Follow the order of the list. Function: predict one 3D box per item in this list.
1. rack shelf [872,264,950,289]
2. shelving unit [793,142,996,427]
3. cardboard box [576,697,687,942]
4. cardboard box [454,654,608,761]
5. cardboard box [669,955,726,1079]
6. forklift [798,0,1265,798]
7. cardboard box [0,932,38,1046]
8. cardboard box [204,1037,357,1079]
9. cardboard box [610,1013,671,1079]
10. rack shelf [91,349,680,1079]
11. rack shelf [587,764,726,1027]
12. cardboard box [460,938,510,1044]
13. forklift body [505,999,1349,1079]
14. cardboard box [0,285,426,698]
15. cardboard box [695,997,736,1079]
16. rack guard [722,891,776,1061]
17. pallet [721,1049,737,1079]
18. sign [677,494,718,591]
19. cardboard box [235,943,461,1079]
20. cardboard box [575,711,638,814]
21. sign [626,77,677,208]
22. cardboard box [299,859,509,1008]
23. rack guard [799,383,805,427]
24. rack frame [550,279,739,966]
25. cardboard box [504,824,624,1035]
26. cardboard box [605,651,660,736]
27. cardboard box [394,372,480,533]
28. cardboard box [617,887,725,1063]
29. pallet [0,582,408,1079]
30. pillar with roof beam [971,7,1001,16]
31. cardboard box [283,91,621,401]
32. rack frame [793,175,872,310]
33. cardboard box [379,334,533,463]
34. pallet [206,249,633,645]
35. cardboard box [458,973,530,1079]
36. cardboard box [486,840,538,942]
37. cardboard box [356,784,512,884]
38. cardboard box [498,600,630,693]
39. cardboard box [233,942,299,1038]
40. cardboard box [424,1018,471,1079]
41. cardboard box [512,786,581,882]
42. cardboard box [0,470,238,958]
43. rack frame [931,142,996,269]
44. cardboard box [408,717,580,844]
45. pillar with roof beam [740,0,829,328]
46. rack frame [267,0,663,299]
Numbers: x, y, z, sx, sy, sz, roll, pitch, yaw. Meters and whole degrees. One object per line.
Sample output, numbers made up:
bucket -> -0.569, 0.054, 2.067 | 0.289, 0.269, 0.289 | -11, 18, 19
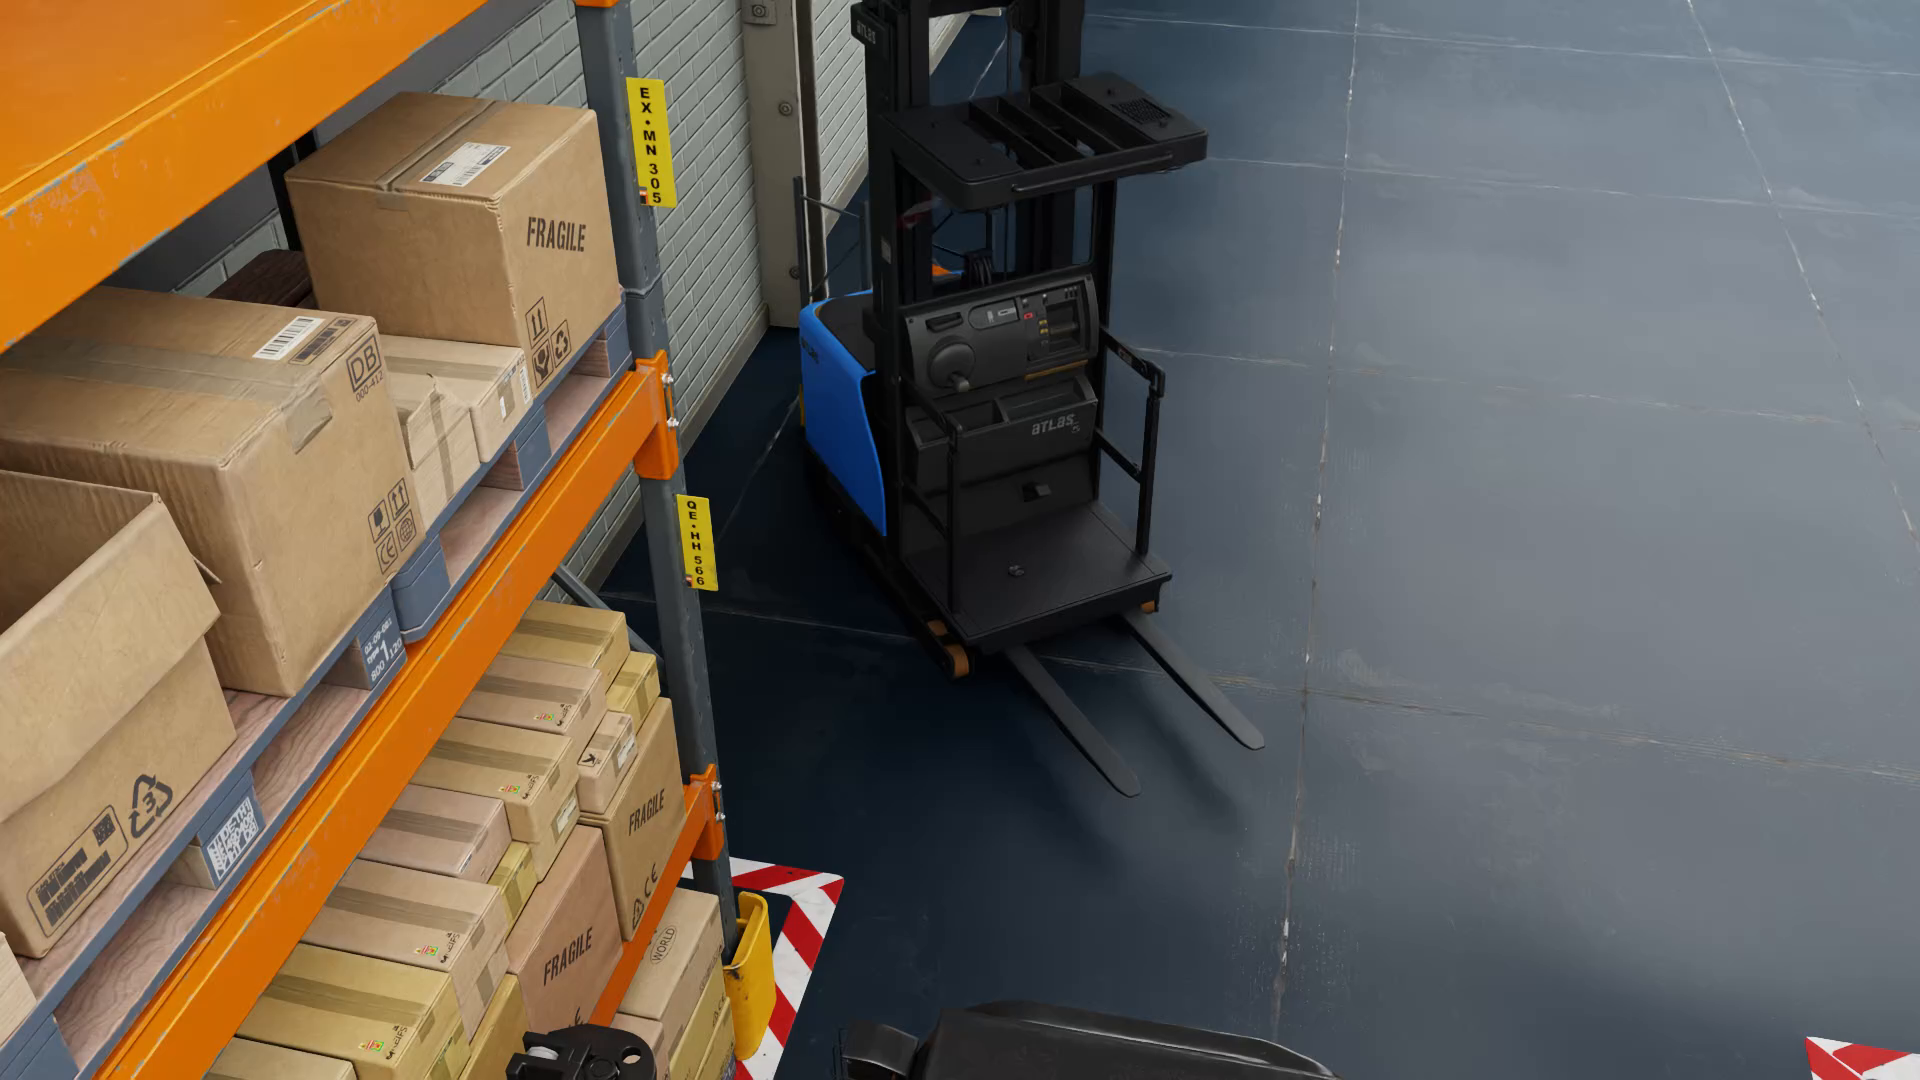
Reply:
rack shelf -> -0.332, -1.253, 9.277 | 0.538, 0.185, 1.000 | 26, 43, 31
shelving unit -> -0.338, -1.394, 9.166 | 0.587, 1.500, 1.083 | 26, 43, 31
cardboard box -> -1.130, 0.774, 4.812 | 0.500, 0.500, 0.500 | 7, 36, 9
cardboard box -> -1.174, 0.452, 4.448 | 0.380, 0.149, 0.250 | 7, 37, 10
cardboard box -> -1.080, 1.558, 5.374 | 0.500, 0.250, 0.500 | 7, 36, 9
forklift -> 0.293, -0.848, 7.193 | 1.130, 2.935, 3.031 | -17, 39, -22
cardboard box -> -1.522, 0.609, 2.240 | 0.396, 0.266, 0.258 | 6, 36, 9
cardboard box -> -1.474, 1.187, 3.434 | 0.380, 0.149, 0.250 | 8, 37, 11
cardboard box -> -1.178, 1.634, 4.843 | 0.500, 0.250, 0.500 | 8, 37, 11
rack shelf -> -1.709, 0.722, 3.024 | 1.077, 0.370, 4.000 | 7, 37, 10
rack shelf -> -1.709, 1.937, 3.905 | 1.077, 0.370, 4.000 | 7, 37, 10
cardboard box -> -1.298, 1.021, 3.918 | 0.380, 0.149, 0.250 | 6, 36, 8
forklift body -> 0.096, 2.158, 3.709 | 2.313, 2.155, 1.214 | 7, 37, 10
cardboard box -> -1.454, -0.108, 3.028 | 0.700, 0.500, 0.500 | 8, 37, 10
cardboard box -> -1.073, 1.751, 5.533 | 0.500, 0.250, 0.500 | 8, 37, 10
rack guard -> -1.276, 1.497, 6.028 | 1.175, 0.500, 0.348 | 7, 37, 10
pallet -> -1.404, 2.072, 5.482 | 1.003, 0.211, 1.213 | 7, 37, 10
sign -> -0.754, 0.010, 4.761 | 0.100, 0.325, 0.005 | 7, 37, 10
cardboard box -> -1.327, 1.051, 3.622 | 0.380, 0.149, 0.250 | 8, 37, 11
cardboard box -> -1.107, 0.580, 4.526 | 0.380, 0.149, 0.250 | 8, 37, 11
sign -> -0.754, -0.966, 4.054 | 0.100, 0.325, 0.005 | 7, 37, 10
cardboard box -> -1.277, 0.903, 3.827 | 0.380, 0.149, 0.250 | 8, 37, 11
rack guard -> -0.656, -0.664, 9.223 | 0.587, 0.250, 0.087 | 26, 43, 31
rack frame -> -1.281, 0.499, 5.276 | 1.000, 3.000, 0.127 | 7, 37, 10
cardboard box -> -1.250, 1.070, 4.403 | 0.500, 0.500, 0.500 | 8, 37, 11
cardboard box -> -1.082, 0.430, 4.733 | 0.380, 0.149, 0.250 | 8, 37, 11
cardboard box -> -1.216, -0.213, 3.374 | 0.396, 0.266, 0.258 | 7, 37, 10
cardboard box -> -1.075, 1.341, 5.248 | 0.500, 0.250, 0.500 | 8, 37, 12
pallet -> -1.716, 0.424, 2.899 | 1.003, 0.211, 1.213 | 7, 37, 10
pillar with roof beam -> 4.458, -7.984, 11.868 | 9.100, 9.000, 0.400 | 7, 37, 10
cardboard box -> -1.138, -0.682, 3.821 | 0.500, 0.500, 0.500 | 8, 37, 11
rack frame -> -0.657, -1.169, 8.855 | 0.500, 1.500, 0.032 | 26, 43, 31
cardboard box -> -1.162, -0.311, 3.609 | 0.380, 0.149, 0.250 | 6, 36, 9
pallet -> -1.458, -0.278, 3.866 | 1.003, 0.211, 1.213 | 7, 37, 10
cardboard box -> -1.359, 1.364, 3.997 | 0.500, 0.500, 0.500 | 7, 36, 9
cardboard box -> -1.287, 0.862, 4.137 | 0.380, 0.149, 0.250 | 7, 37, 10
cardboard box -> -1.330, 0.739, 4.053 | 0.380, 0.149, 0.250 | 8, 37, 10
cardboard box -> -1.152, 0.307, 4.649 | 0.380, 0.149, 0.250 | 7, 37, 10
cardboard box -> -1.851, 1.298, 4.088 | 0.500, 0.500, 0.500 | 7, 37, 10
cardboard box -> -1.332, 1.168, 3.714 | 0.380, 0.149, 0.250 | 8, 37, 10
cardboard box -> -1.223, 0.721, 4.331 | 0.380, 0.149, 0.250 | 8, 37, 11
cardboard box -> -1.617, 0.222, 2.571 | 0.797, 0.503, 0.637 | 8, 37, 11
rack frame -> -0.007, -1.628, 9.488 | 0.500, 1.500, 0.032 | 26, 43, 31
cardboard box -> -1.204, 0.606, 4.237 | 0.380, 0.149, 0.250 | 8, 37, 11
pillar with roof beam -> 3.177, -4.544, 7.122 | 9.100, 9.000, 0.400 | 7, 37, 10
rack frame -> -1.281, -1.930, 3.515 | 1.000, 3.000, 0.127 | 7, 37, 10
